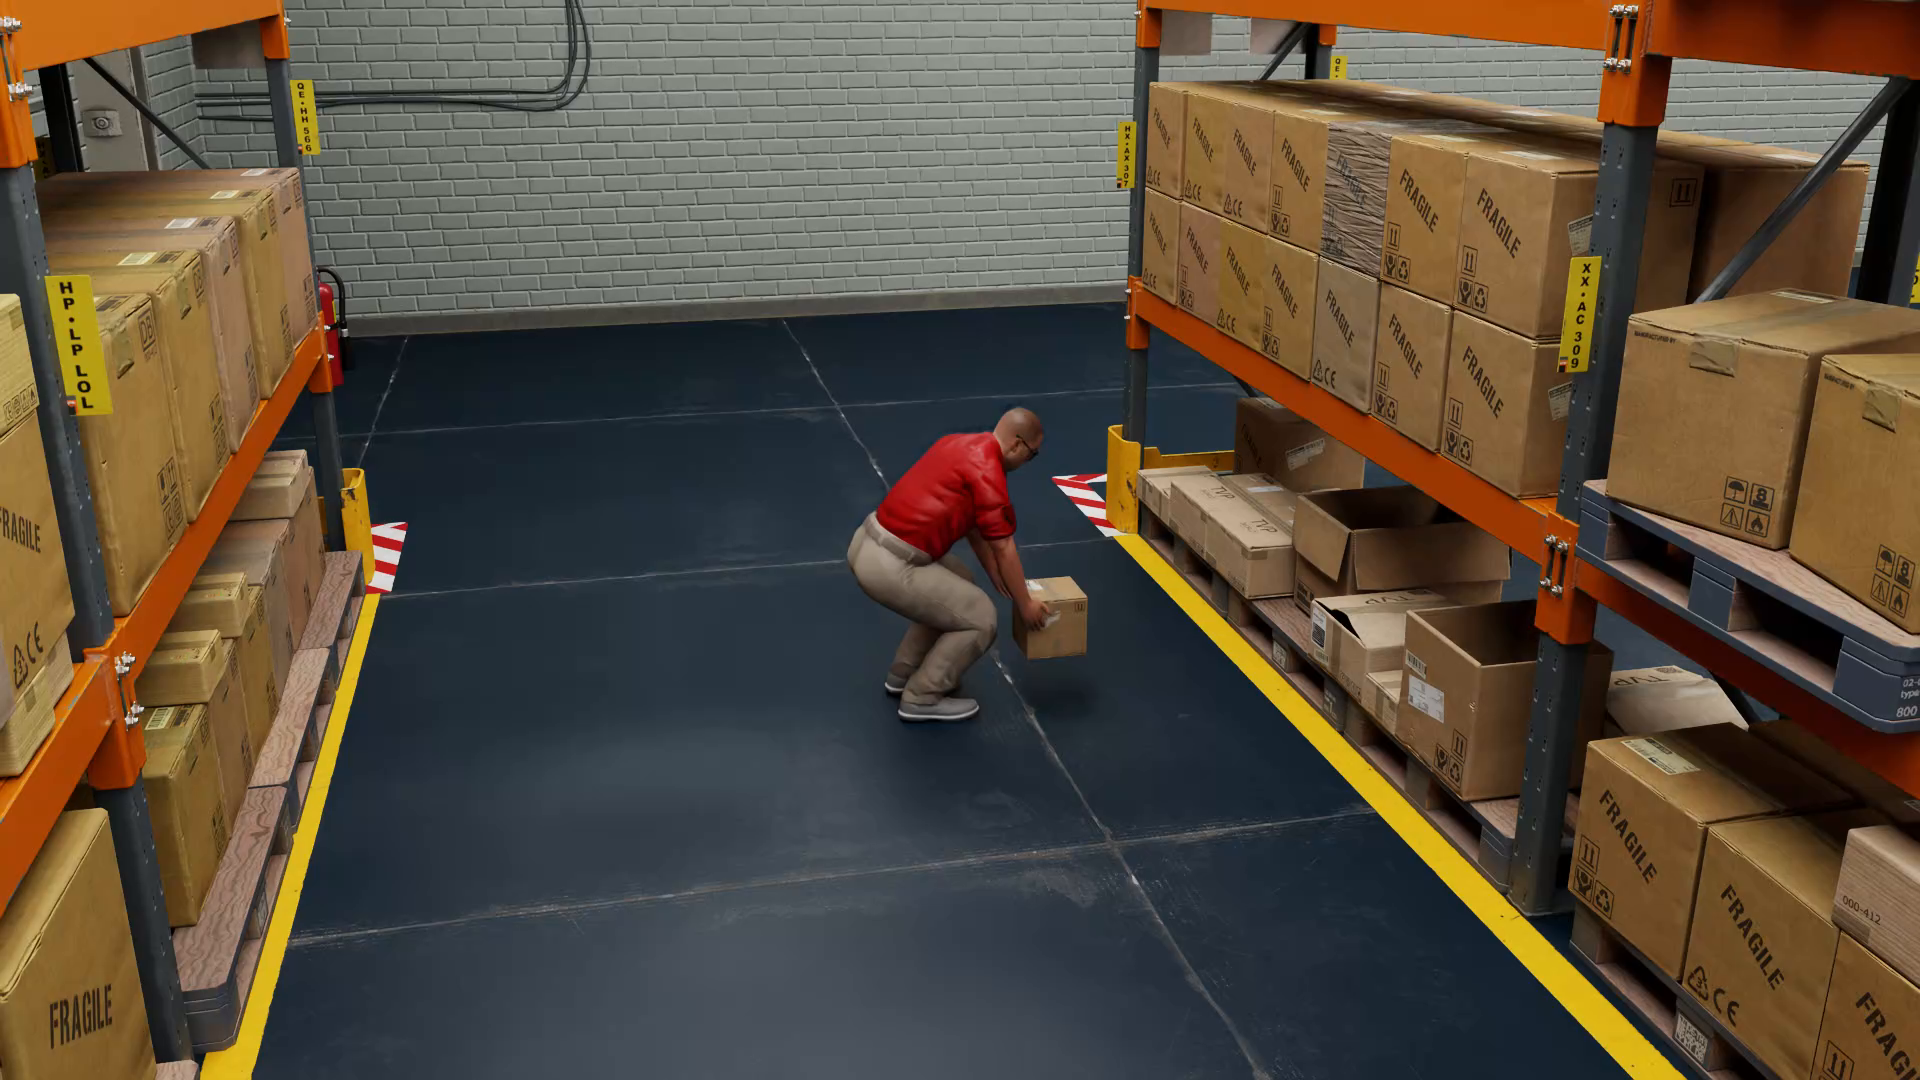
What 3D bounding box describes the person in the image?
[{"bbox_3d":[-0.053,0.079,6.662,0.798,1.208,0.581,-5,20,-13],"label":"person"}]
